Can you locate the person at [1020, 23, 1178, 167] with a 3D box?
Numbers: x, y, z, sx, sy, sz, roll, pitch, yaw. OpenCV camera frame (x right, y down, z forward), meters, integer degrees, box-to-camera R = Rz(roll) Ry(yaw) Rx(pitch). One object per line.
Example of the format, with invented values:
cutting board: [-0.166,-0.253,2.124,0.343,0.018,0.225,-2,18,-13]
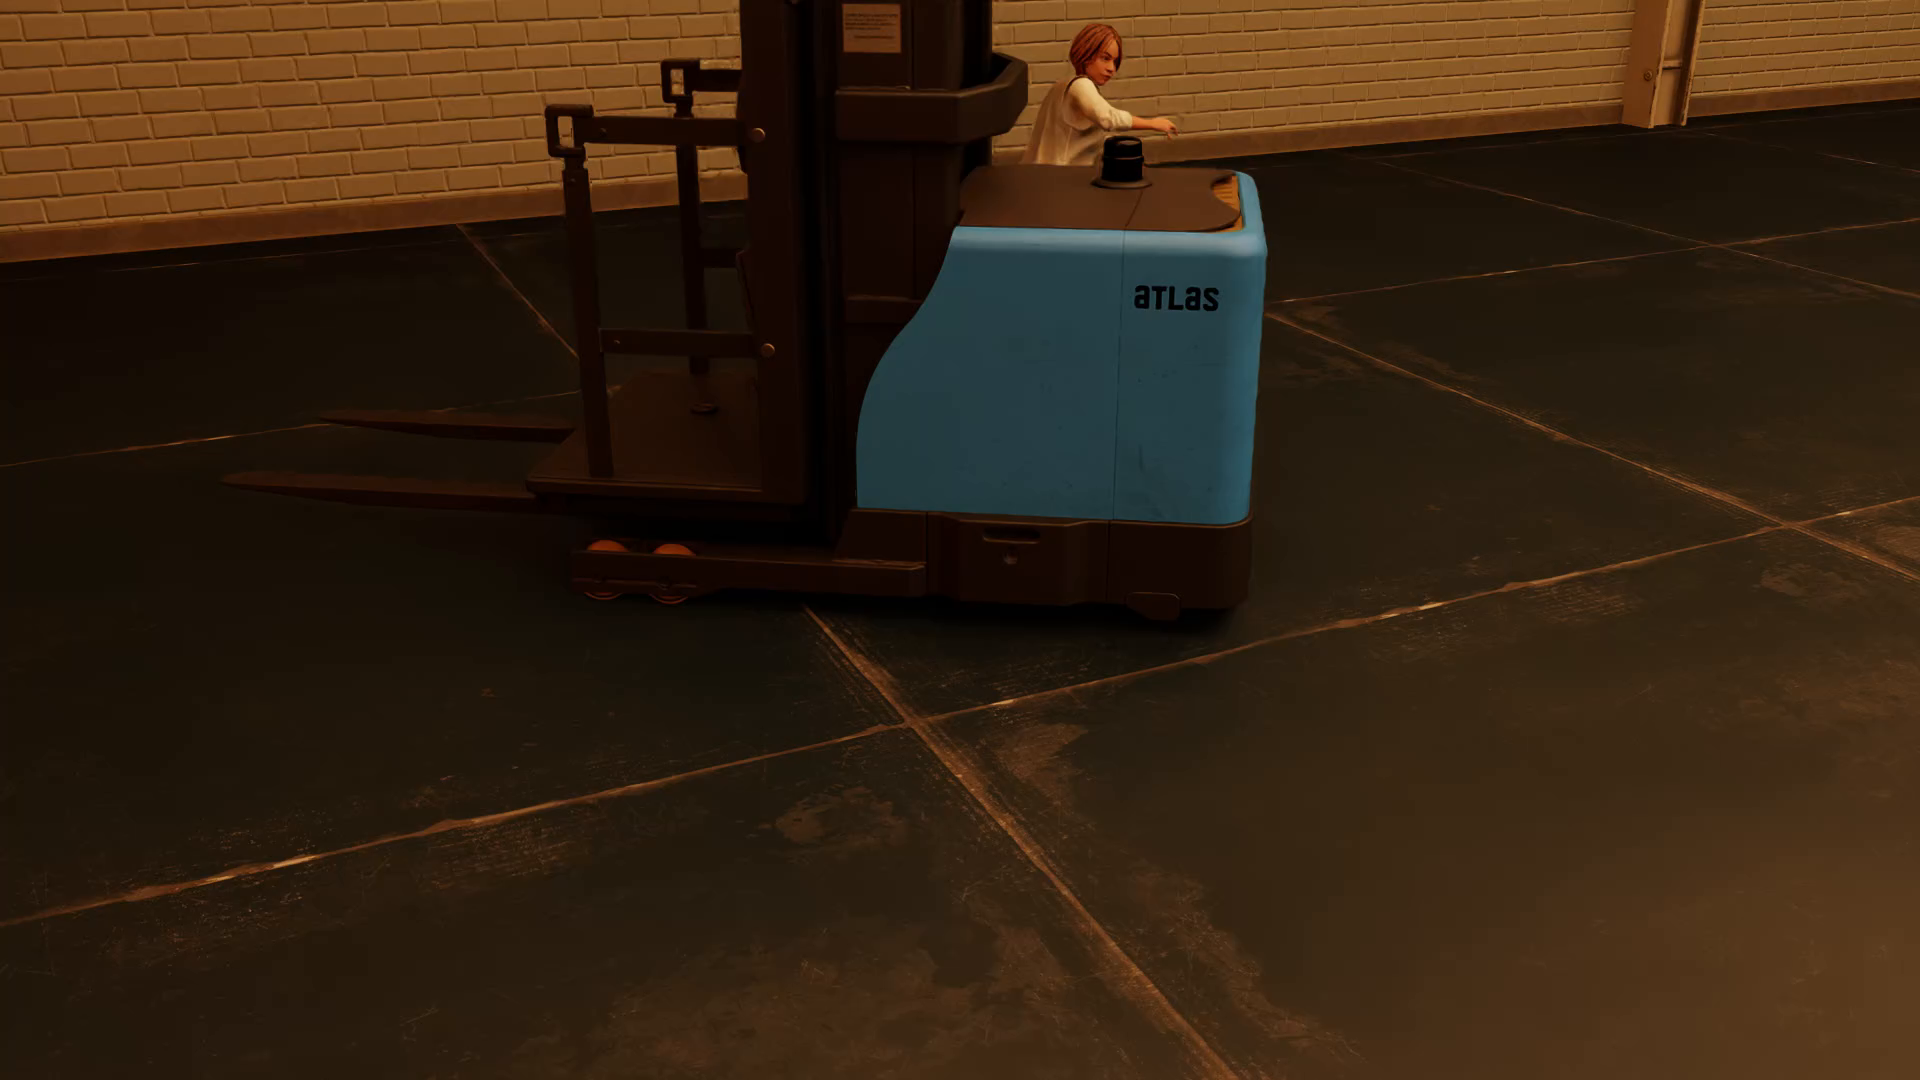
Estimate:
person: [0.588,-1.372,6.690,0.844,1.334,0.691,-11,25,-24]

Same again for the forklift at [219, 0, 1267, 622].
forklift: [-0.661,-1.371,4.585,3.031,2.935,1.130,3,23,7]
